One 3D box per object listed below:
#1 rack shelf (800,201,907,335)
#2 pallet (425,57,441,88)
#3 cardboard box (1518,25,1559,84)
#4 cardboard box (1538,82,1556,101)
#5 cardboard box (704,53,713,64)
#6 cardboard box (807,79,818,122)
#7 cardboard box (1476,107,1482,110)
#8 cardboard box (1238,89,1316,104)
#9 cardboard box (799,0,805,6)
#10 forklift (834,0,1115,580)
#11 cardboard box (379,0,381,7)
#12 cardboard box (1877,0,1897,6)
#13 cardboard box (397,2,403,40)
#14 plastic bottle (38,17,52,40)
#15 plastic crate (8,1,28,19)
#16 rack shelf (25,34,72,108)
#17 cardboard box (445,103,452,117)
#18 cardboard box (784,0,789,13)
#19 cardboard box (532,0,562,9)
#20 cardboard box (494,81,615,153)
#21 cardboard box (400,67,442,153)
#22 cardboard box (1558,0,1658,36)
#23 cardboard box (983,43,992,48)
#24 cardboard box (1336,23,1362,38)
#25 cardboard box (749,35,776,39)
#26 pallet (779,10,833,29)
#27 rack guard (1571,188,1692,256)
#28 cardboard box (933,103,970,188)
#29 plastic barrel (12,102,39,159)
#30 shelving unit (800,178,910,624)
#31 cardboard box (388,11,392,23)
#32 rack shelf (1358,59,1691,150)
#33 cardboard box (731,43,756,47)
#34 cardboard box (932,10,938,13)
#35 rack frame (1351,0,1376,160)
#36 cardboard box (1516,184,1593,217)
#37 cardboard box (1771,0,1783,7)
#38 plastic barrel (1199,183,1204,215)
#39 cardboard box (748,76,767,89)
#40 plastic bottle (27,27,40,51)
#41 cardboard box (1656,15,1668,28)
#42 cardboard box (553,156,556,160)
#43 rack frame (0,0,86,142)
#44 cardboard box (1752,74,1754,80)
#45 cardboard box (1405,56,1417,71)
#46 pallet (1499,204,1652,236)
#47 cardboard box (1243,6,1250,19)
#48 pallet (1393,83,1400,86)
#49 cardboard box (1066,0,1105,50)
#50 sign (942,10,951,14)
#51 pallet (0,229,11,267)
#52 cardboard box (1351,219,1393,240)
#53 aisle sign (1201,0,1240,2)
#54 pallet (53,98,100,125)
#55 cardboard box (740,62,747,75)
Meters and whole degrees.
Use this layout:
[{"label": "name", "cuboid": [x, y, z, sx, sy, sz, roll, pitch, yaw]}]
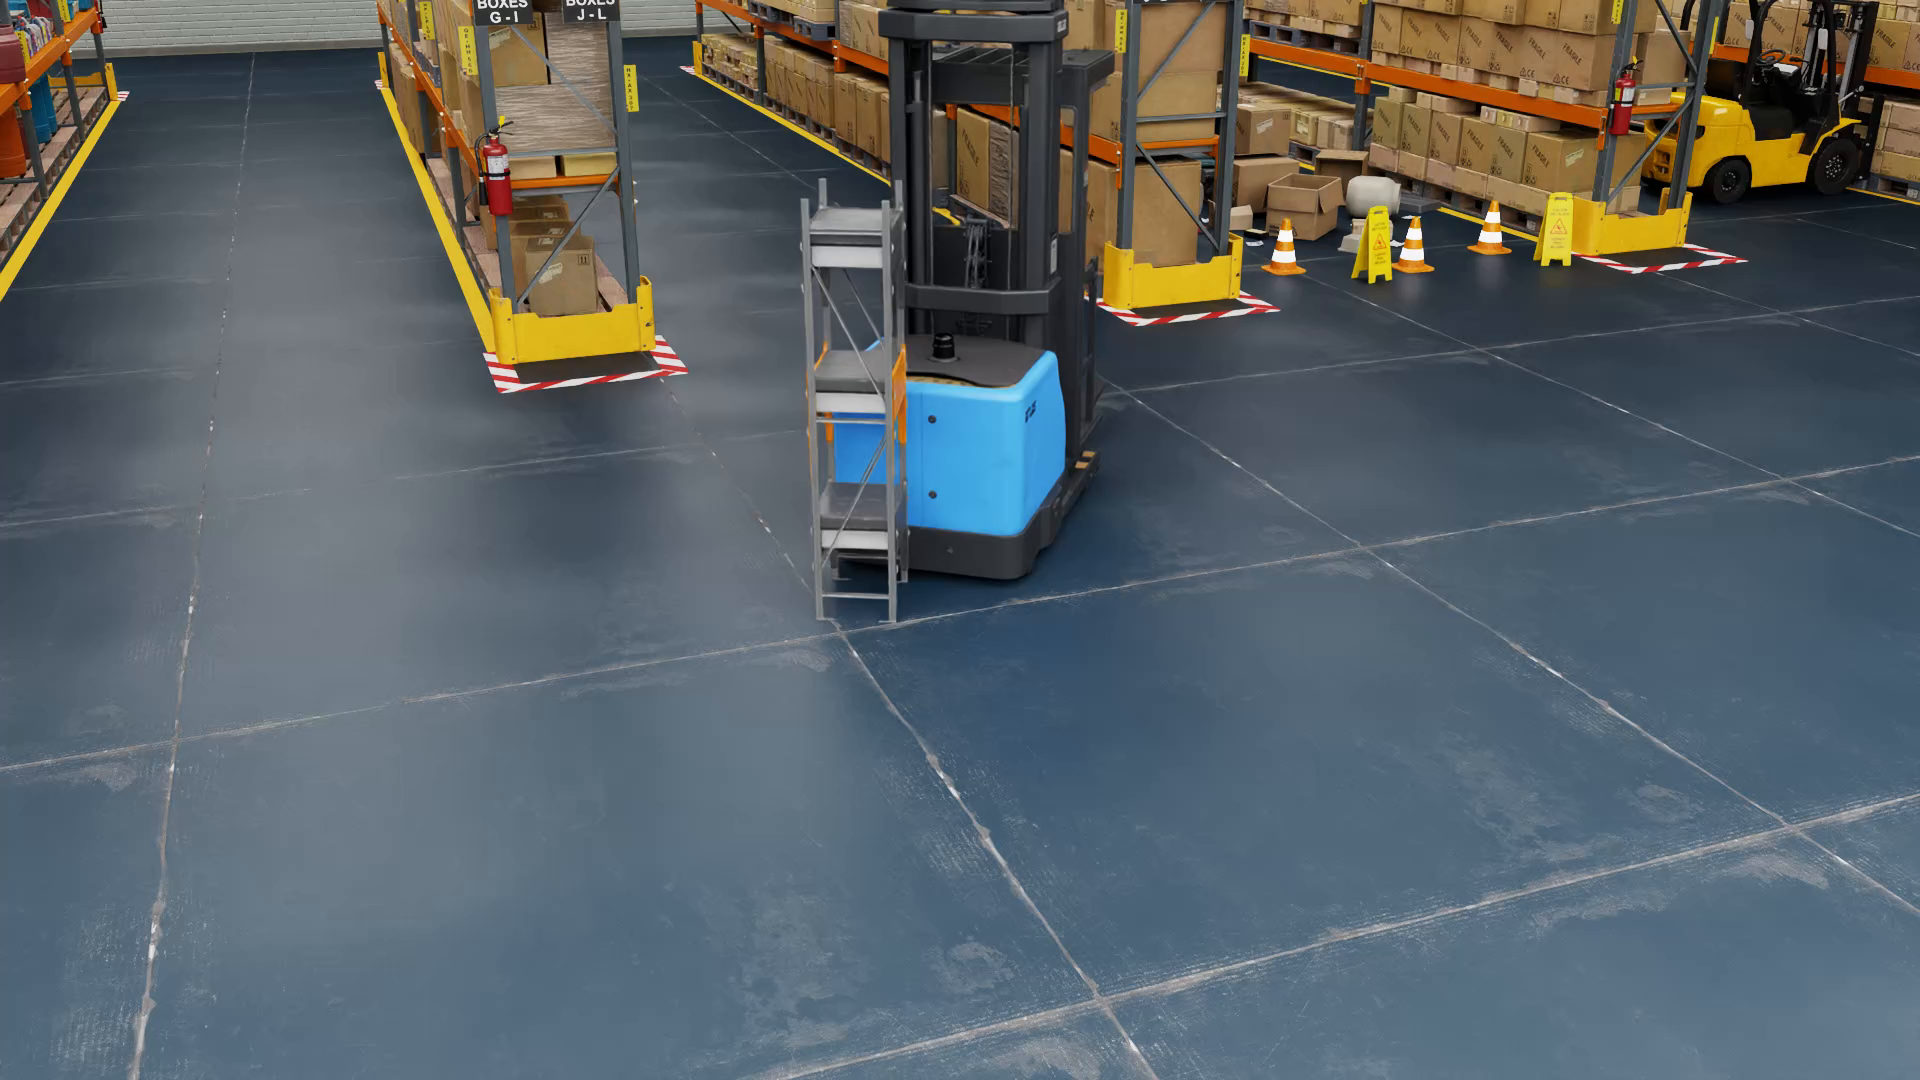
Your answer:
[{"label": "rack shelf", "cuboid": [-0.495, -1.287, 7.832, 0.431, 0.518, 0.480, 2, 23, 5]}, {"label": "pallet", "cuboid": [-4.980, -4.896, 17.250, 1.003, 0.211, 1.213, -8, 24, -19]}, {"label": "cardboard box", "cuboid": [5.757, -4.676, 15.970, 0.500, 0.500, 0.500, -8, 24, -19]}, {"label": "cardboard box", "cuboid": [5.783, -4.314, 15.947, 0.380, 0.149, 0.250, -9, 24, -20]}, {"label": "cardboard box", "cuboid": [-3.982, -7.894, 27.247, 0.380, 0.149, 0.250, -8, 24, -18]}, {"label": "cardboard box", "cuboid": [-1.699, -5.776, 21.769, 0.500, 0.500, 0.500, -7, 24, -17]}, {"label": "cardboard box", "cuboid": [5.789, -4.328, 17.691, 0.500, 0.500, 0.500, -7, 24, -16]}, {"label": "cardboard box", "cuboid": [4.012, -5.566, 21.437, 0.950, 0.372, 0.625, -9, 24, -20]}, {"label": "cardboard box", "cuboid": [-1.834, -6.865, 21.076, 0.380, 0.149, 0.250, -8, 24, -18]}, {"label": "forklift", "cuboid": [0.229, -1.691, 9.488, 1.130, 2.935, 3.031, 6, 24, 15]}, {"label": "cardboard box", "cuboid": [-8.362, -7.941, 24.553, 0.380, 0.149, 0.250, -9, 24, -20]}, {"label": "cardboard box", "cuboid": [10.153, -5.866, 17.959, 0.380, 0.149, 0.250, -8, 24, -18]}, {"label": "cardboard box", "cuboid": [-6.660, -6.444, 20.549, 0.500, 0.500, 0.500, -8, 24, -18]}, {"label": "plastic bottle", "cuboid": [-11.323, -6.315, 20.532, 0.152, 0.276, 0.135, -8, 24, -19]}, {"label": "plastic crate", "cuboid": [-12.827, -7.153, 22.497, 0.416, 0.233, 0.300, -8, 24, -19]}, {"label": "rack shelf", "cuboid": [-11.058, -5.413, 19.158, 1.077, 0.370, 4.000, -8, 24, -19]}, {"label": "cardboard box", "cuboid": [-4.434, -3.916, 15.004, 0.380, 0.149, 0.250, -8, 24, -19]}, {"label": "cardboard box", "cuboid": [-2.094, -7.002, 21.784, 0.380, 0.149, 0.250, -8, 24, -17]}, {"label": "cardboard box", "cuboid": [-3.001, -3.855, 12.734, 0.500, 0.500, 0.500, -8, 24, -19]}, {"label": "cardboard box", "cuboid": [-3.060, -3.178, 12.415, 0.875, 0.500, 0.500, -8, 24, -19]}, {"label": "cardboard box", "cuboid": [-5.942, -5.166, 19.839, 1.225, 0.875, 0.875, -10, 25, -21]}, {"label": "cardboard box", "cuboid": [5.995, -4.950, 15.333, 0.700, 0.500, 0.500, -9, 24, -20]}, {"label": "cardboard box", "cuboid": [0.728, -4.628, 16.175, 0.875, 0.550, 0.550, -8, 24, -19]}, {"label": "cardboard box", "cuboid": [4.526, -5.831, 19.005, 0.380, 0.149, 0.250, -8, 24, -18]}, {"label": "cardboard box", "cuboid": [-3.199, -8.069, 26.896, 0.380, 0.149, 0.250, -9, 24, -20]}, {"label": "pallet", "cuboid": [-1.780, -6.967, 22.164, 1.003, 0.211, 1.213, -8, 24, -19]}, {"label": "rack guard", "cuboid": [6.352, -3.026, 15.786, 1.175, 0.500, 0.348, -8, 24, -19]}, {"label": "cardboard box", "cuboid": [0.068, -4.258, 17.847, 1.050, 0.750, 0.750, -8, 24, -19]}, {"label": "plastic barrel", "cuboid": [-10.939, -4.686, 19.070, 0.600, 0.588, 0.708, -8, 24, -19]}, {"label": "shelving unit", "cuboid": [-0.495, -0.654, 8.098, 0.431, 2.100, 0.503, 2, 23, 5]}, {"label": "cardboard box", "cuboid": [-7.545, -7.101, 22.559, 0.380, 0.149, 0.250, -8, 24, -19]}, {"label": "rack shelf", "cuboid": [5.673, -4.546, 17.099, 1.077, 0.370, 4.000, -8, 24, -19]}, {"label": "cardboard box", "cuboid": [-3.339, -7.612, 25.811, 0.380, 0.149, 0.250, -8, 24, -19]}, {"label": "cardboard box", "cuboid": [0.007, -5.761, 17.641, 0.700, 0.500, 0.500, -9, 24, -20]}, {"label": "rack frame", "cuboid": [4.966, -5.604, 18.684, 1.000, 3.000, 0.127, -8, 24, -19]}, {"label": "cardboard box", "cuboid": [5.834, -3.343, 16.318, 0.500, 0.250, 0.500, -8, 24, -19]}, {"label": "cardboard box", "cuboid": [9.686, -6.295, 19.359, 0.380, 0.149, 0.250, -8, 24, -19]}, {"label": "plastic barrel", "cuboid": [2.207, -3.499, 17.007, 0.512, 0.421, 0.421, 8, 24, 18]}, {"label": "cardboard box", "cuboid": [-2.912, -6.770, 24.581, 0.380, 0.149, 0.250, -8, 24, -18]}, {"label": "plastic bottle", "cuboid": [-10.886, -5.866, 19.466, 0.152, 0.276, 0.135, -8, 24, -19]}, {"label": "cardboard box", "cuboid": [9.003, -6.546, 21.113, 0.500, 0.250, 0.500, -8, 24, -19]}, {"label": "cardboard box", "cuboid": [-3.022, -3.086, 13.033, 0.380, 0.149, 0.250, -8, 24, -19]}, {"label": "rack frame", "cuboid": [-11.764, -6.471, 20.742, 1.000, 3.000, 0.127, -8, 24, -19]}, {"label": "cardboard box", "cuboid": [9.486, -5.455, 20.042, 0.500, 0.250, 0.500, -9, 24, -20]}, {"label": "cardboard box", "cuboid": [5.038, -5.153, 17.937, 0.380, 0.149, 0.250, -8, 24, -19]}, {"label": "pallet", "cuboid": [6.099, -3.193, 16.554, 1.003, 0.211, 1.213, -8, 24, -19]}, {"label": "cardboard box", "cuboid": [3.694, -6.676, 21.009, 0.380, 0.149, 0.250, -8, 24, -19]}, {"label": "pallet", "cuboid": [7.540, -7.174, 25.999, 1.003, 0.211, 1.213, -8, 24, -19]}, {"label": "cardboard box", "cuboid": [1.409, -4.329, 14.075, 0.875, 0.550, 0.550, -8, 24, -19]}, {"label": "sign", "cuboid": [-0.133, -5.307, 16.591, 0.100, 0.325, 0.005, -8, 24, -19]}, {"label": "pallet", "cuboid": [-9.252, -2.560, 15.051, 1.003, 0.211, 1.213, -8, 24, -19]}, {"label": "cardboard box", "cuboid": [4.027, -3.036, 16.261, 0.380, 0.149, 0.250, 4, 23, 9]}, {"label": "aisle sign", "cuboid": [2.090, -4.648, 13.069, 0.394, 0.787, 0.004, -8, 24, -19]}, {"label": "pallet", "cuboid": [-12.495, -5.892, 22.958, 1.003, 0.211, 1.213, -8, 24, -19]}, {"label": "cardboard box", "cuboid": [-3.082, -7.074, 24.919, 0.380, 0.149, 0.250, -9, 25, -21]}]
